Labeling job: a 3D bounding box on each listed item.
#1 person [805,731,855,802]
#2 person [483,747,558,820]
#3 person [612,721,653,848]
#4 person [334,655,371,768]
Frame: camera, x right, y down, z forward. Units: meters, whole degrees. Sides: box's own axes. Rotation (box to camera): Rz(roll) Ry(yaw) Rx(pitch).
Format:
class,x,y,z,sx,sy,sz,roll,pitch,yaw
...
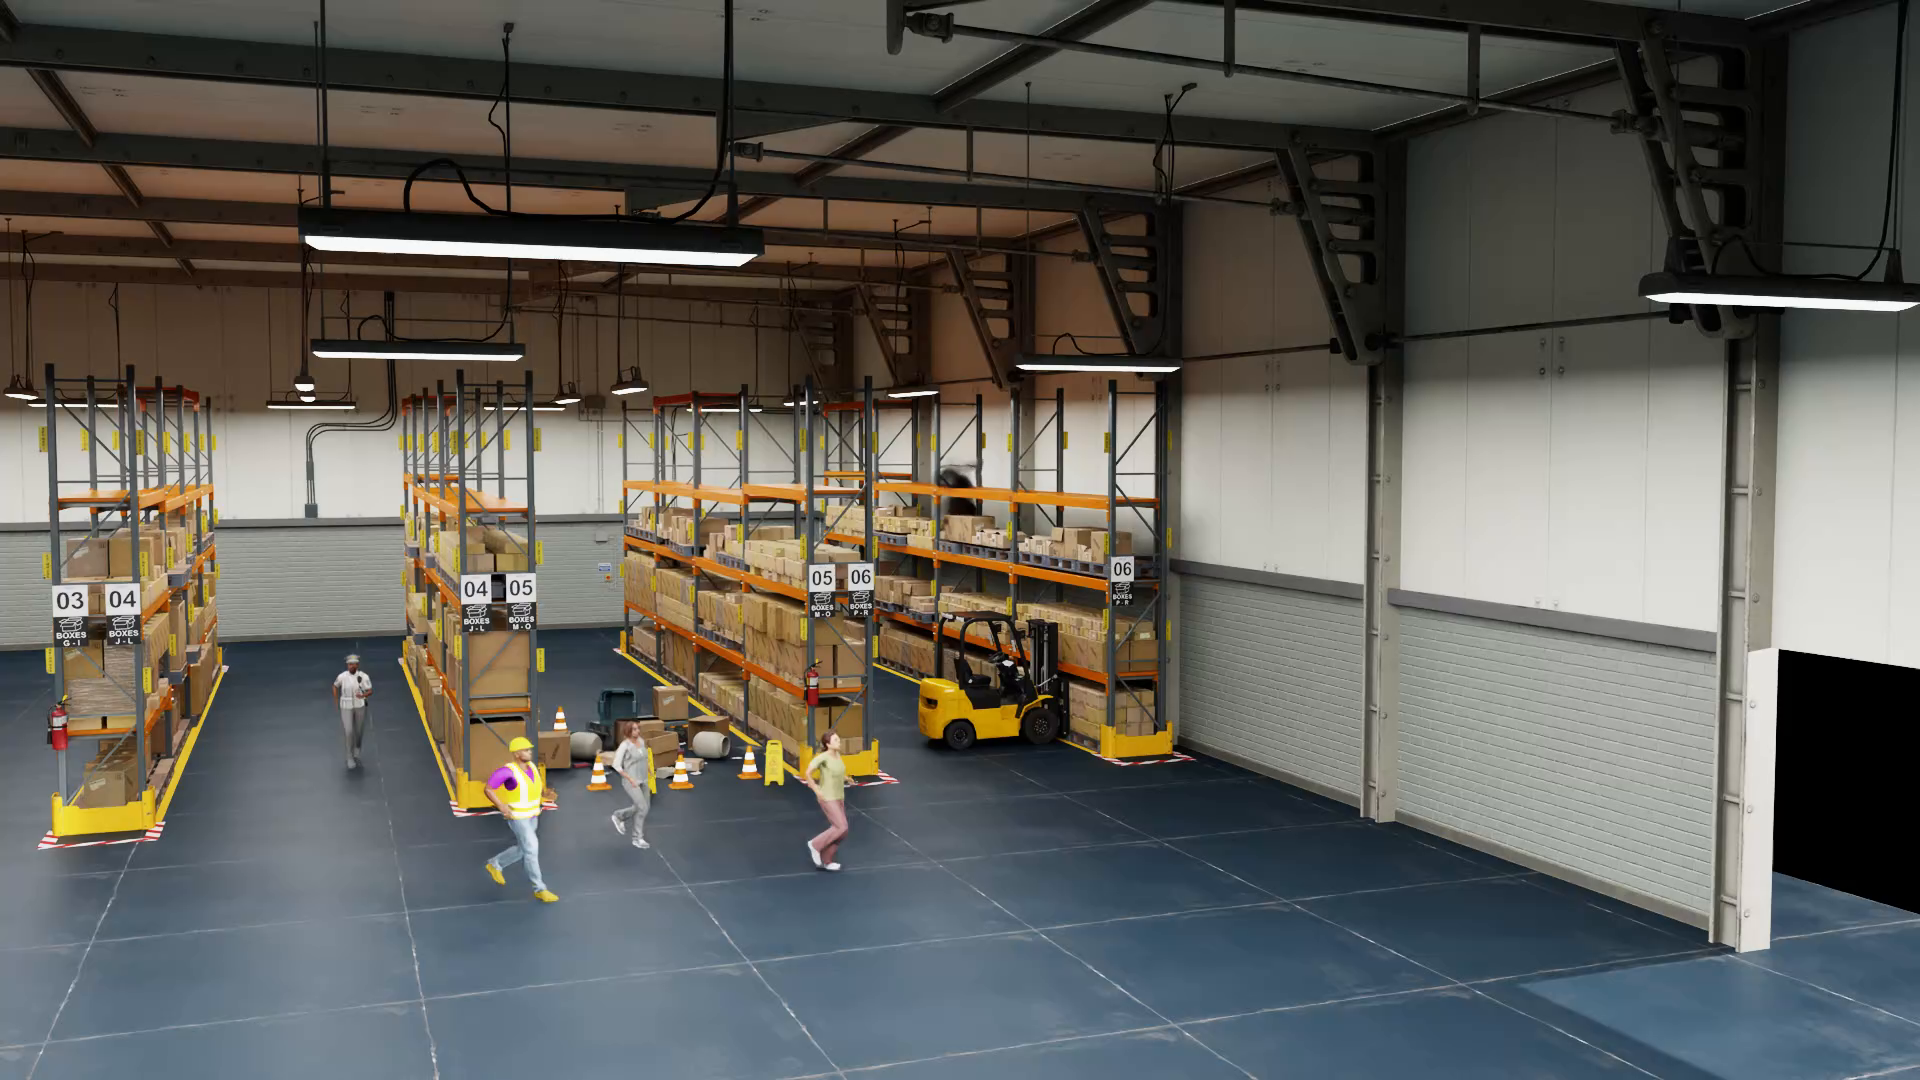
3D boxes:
class,x,y,z,sx,sy,sz,roll,pitch,yaw
person,-1.467,2.631,19.399,0.459,0.806,0.624,2,4,27
person,-4.770,2.626,18.220,0.618,0.849,0.699,1,4,19
person,-4.091,3.022,20.659,0.579,1.577,0.535,2,4,29
person,-9.432,2.625,25.857,0.536,1.706,0.893,-1,4,-22
